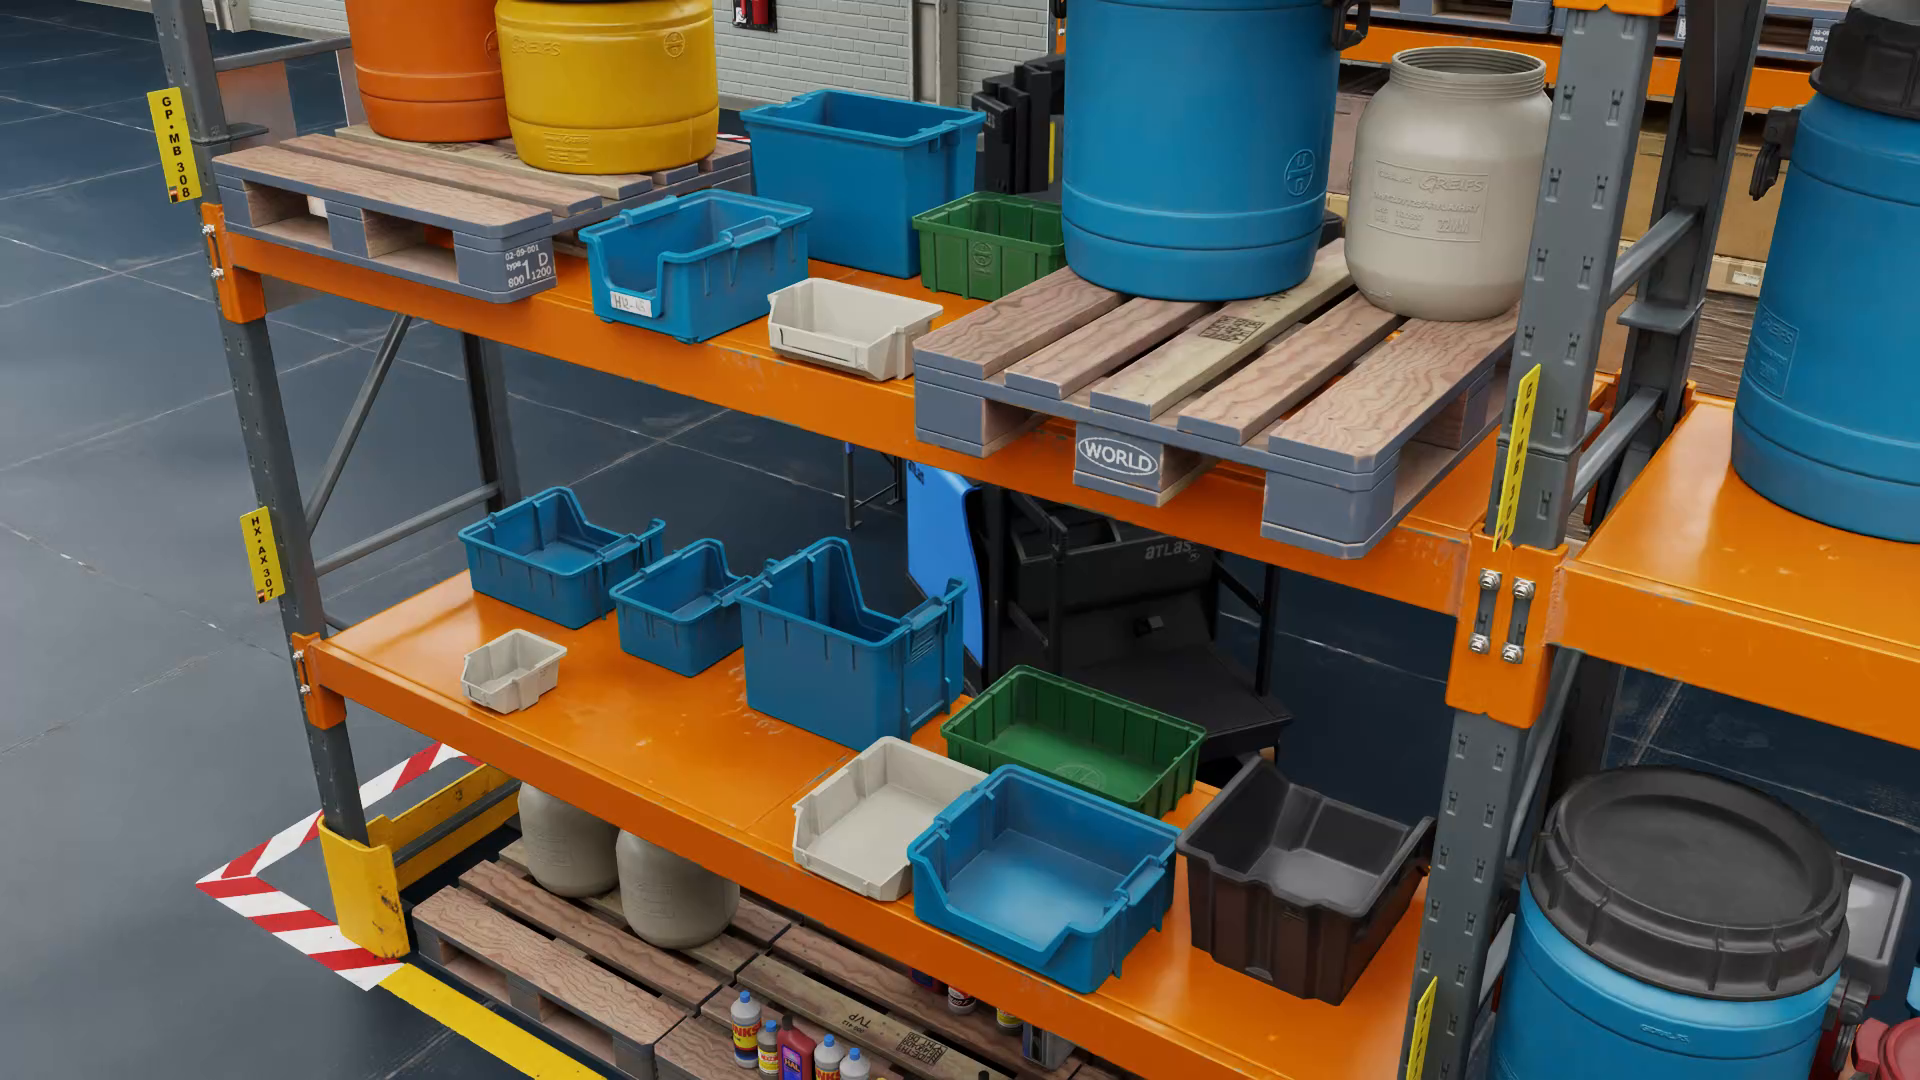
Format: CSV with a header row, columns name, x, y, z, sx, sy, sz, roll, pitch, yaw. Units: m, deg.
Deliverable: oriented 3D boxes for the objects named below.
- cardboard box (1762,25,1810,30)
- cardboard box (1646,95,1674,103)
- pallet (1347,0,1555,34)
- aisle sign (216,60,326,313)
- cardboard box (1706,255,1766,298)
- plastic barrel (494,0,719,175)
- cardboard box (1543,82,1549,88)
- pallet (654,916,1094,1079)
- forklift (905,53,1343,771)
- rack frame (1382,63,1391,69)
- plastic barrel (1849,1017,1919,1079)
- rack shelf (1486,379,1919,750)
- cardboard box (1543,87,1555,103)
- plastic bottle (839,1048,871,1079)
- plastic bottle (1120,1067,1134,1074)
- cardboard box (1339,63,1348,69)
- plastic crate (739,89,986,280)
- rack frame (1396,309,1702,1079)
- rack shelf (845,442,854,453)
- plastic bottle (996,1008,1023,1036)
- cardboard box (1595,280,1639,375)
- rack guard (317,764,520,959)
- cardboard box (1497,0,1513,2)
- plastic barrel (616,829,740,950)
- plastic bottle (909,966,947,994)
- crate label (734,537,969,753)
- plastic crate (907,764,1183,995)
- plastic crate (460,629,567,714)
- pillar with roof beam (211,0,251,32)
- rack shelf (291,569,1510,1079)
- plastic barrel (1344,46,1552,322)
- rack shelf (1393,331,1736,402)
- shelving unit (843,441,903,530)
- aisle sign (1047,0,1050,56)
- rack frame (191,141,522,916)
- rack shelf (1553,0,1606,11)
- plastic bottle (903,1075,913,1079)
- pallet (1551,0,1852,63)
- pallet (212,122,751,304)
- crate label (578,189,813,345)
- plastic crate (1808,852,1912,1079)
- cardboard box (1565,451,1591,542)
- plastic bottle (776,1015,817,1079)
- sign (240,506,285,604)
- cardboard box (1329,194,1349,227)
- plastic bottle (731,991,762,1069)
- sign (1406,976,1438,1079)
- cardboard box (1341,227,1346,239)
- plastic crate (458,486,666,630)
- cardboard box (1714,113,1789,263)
name,x,y,z,sx,sy,sz,roll,pitch,yaw
cardboard box,5.799,-3.446,12.030,0.500,0.500,0.500,18,32,32
cardboard box,5.083,-3.381,11.903,0.500,0.500,0.500,18,32,32
pallet,2.380,-2.674,7.987,1.213,0.211,1.003,17,32,30
aisle sign,-2.231,-1.097,5.233,0.004,0.787,0.394,17,32,30
cardboard box,3.551,-1.241,7.556,0.250,0.149,0.380,17,31,29
plastic barrel,-0.994,-1.392,4.701,0.600,0.588,0.600,0,27,0
cardboard box,4.229,-3.644,12.420,0.500,0.500,0.500,17,32,30
pallet,-0.248,1.739,5.600,1.213,0.211,1.003,17,32,30
forklift,0.740,-0.355,6.716,1.130,2.935,3.031,-10,29,-19
rack frame,3.603,-3.734,13.279,0.127,3.000,1.000,17,32,30
plastic barrel,1.956,1.265,3.308,0.433,0.535,0.433,0,27,0
rack shelf,2.940,0.495,2.456,4.000,0.370,1.077,17,32,30
cardboard box,2.900,-1.846,8.029,0.500,0.500,0.700,17,32,30
plastic bottle,-0.323,1.686,5.153,0.097,0.271,0.097,0,27,0
plastic bottle,0.563,1.583,5.356,0.097,0.271,0.097,0,27,0
cardboard box,1.660,-2.232,8.788,0.500,0.500,0.700,16,31,29
plastic crate,-0.263,-0.982,4.583,0.575,0.384,0.392,17,32,30
rack frame,1.292,0.997,3.983,0.127,3.000,1.000,17,32,30
rack shelf,-0.070,-0.530,9.034,1.000,0.185,0.538,17,32,30
plastic bottle,0.169,1.537,5.523,0.097,0.201,0.097,0,27,0
cardboard box,3.291,-1.143,8.078,0.500,0.500,0.700,17,32,30
rack guard,-1.916,1.086,6.564,0.348,0.500,1.175,17,32,30
cardboard box,4.112,-3.968,13.057,0.500,0.500,0.500,17,31,30
plastic barrel,-1.007,1.161,5.941,0.421,0.512,0.421,0,27,0
plastic bottle,-0.111,1.407,5.687,0.133,0.283,0.061,17,32,30
crate label,-0.335,0.326,5.263,0.616,0.435,0.502,17,32,30
plastic crate,0.226,0.881,4.376,0.616,0.251,0.499,17,32,30
plastic crate,-1.450,0.438,5.373,0.250,0.136,0.298,17,32,30
pillar with roof beam,-12.604,-9.564,18.121,0.400,9.000,9.100,17,32,30
rack shelf,-0.357,0.804,5.155,4.000,0.370,1.077,17,32,30
plastic barrel,1.048,-0.760,3.543,0.421,0.512,0.421,0,27,0
rack shelf,2.450,-1.046,8.792,4.000,0.370,1.077,17,32,30
shelving unit,-0.070,-0.690,8.953,1.048,1.500,0.538,17,32,30
aisle sign,0.574,-2.942,8.857,0.004,0.787,0.394,17,32,30
rack frame,-2.006,-0.030,6.001,0.127,3.000,1.000,17,32,30
rack shelf,-0.357,-1.691,3.885,4.000,0.370,1.077,17,32,30
plastic bottle,-0.156,1.738,5.051,0.097,0.271,0.097,0,27,0
pallet,3.381,-2.360,7.371,1.213,0.211,1.003,17,32,30
pallet,-1.379,-1.033,4.874,1.213,0.211,1.003,17,32,30
crate label,-0.650,-0.696,4.167,0.408,0.251,0.502,17,32,30
plastic crate,1.864,0.979,3.949,0.583,0.464,0.402,17,32,30
cardboard box,3.188,-0.320,8.312,0.500,0.500,0.500,17,32,30
plastic bottle,-0.511,1.632,5.246,0.133,0.283,0.061,18,32,31
sign,-2.321,0.051,5.536,0.005,0.325,0.100,17,32,30
cardboard box,2.066,-1.703,8.464,0.250,0.149,0.380,17,31,30
plastic bottle,-0.688,1.572,5.376,0.097,0.271,0.097,0,27,0
sign,0.971,1.077,3.521,0.005,0.325,0.100,17,32,30
cardboard box,2.021,-1.538,8.854,0.500,0.500,0.700,18,32,31
plastic crate,-1.424,0.053,6.002,0.616,0.251,0.499,17,32,30
cardboard box,3.730,-1.588,7.522,0.500,0.500,0.700,17,32,31
